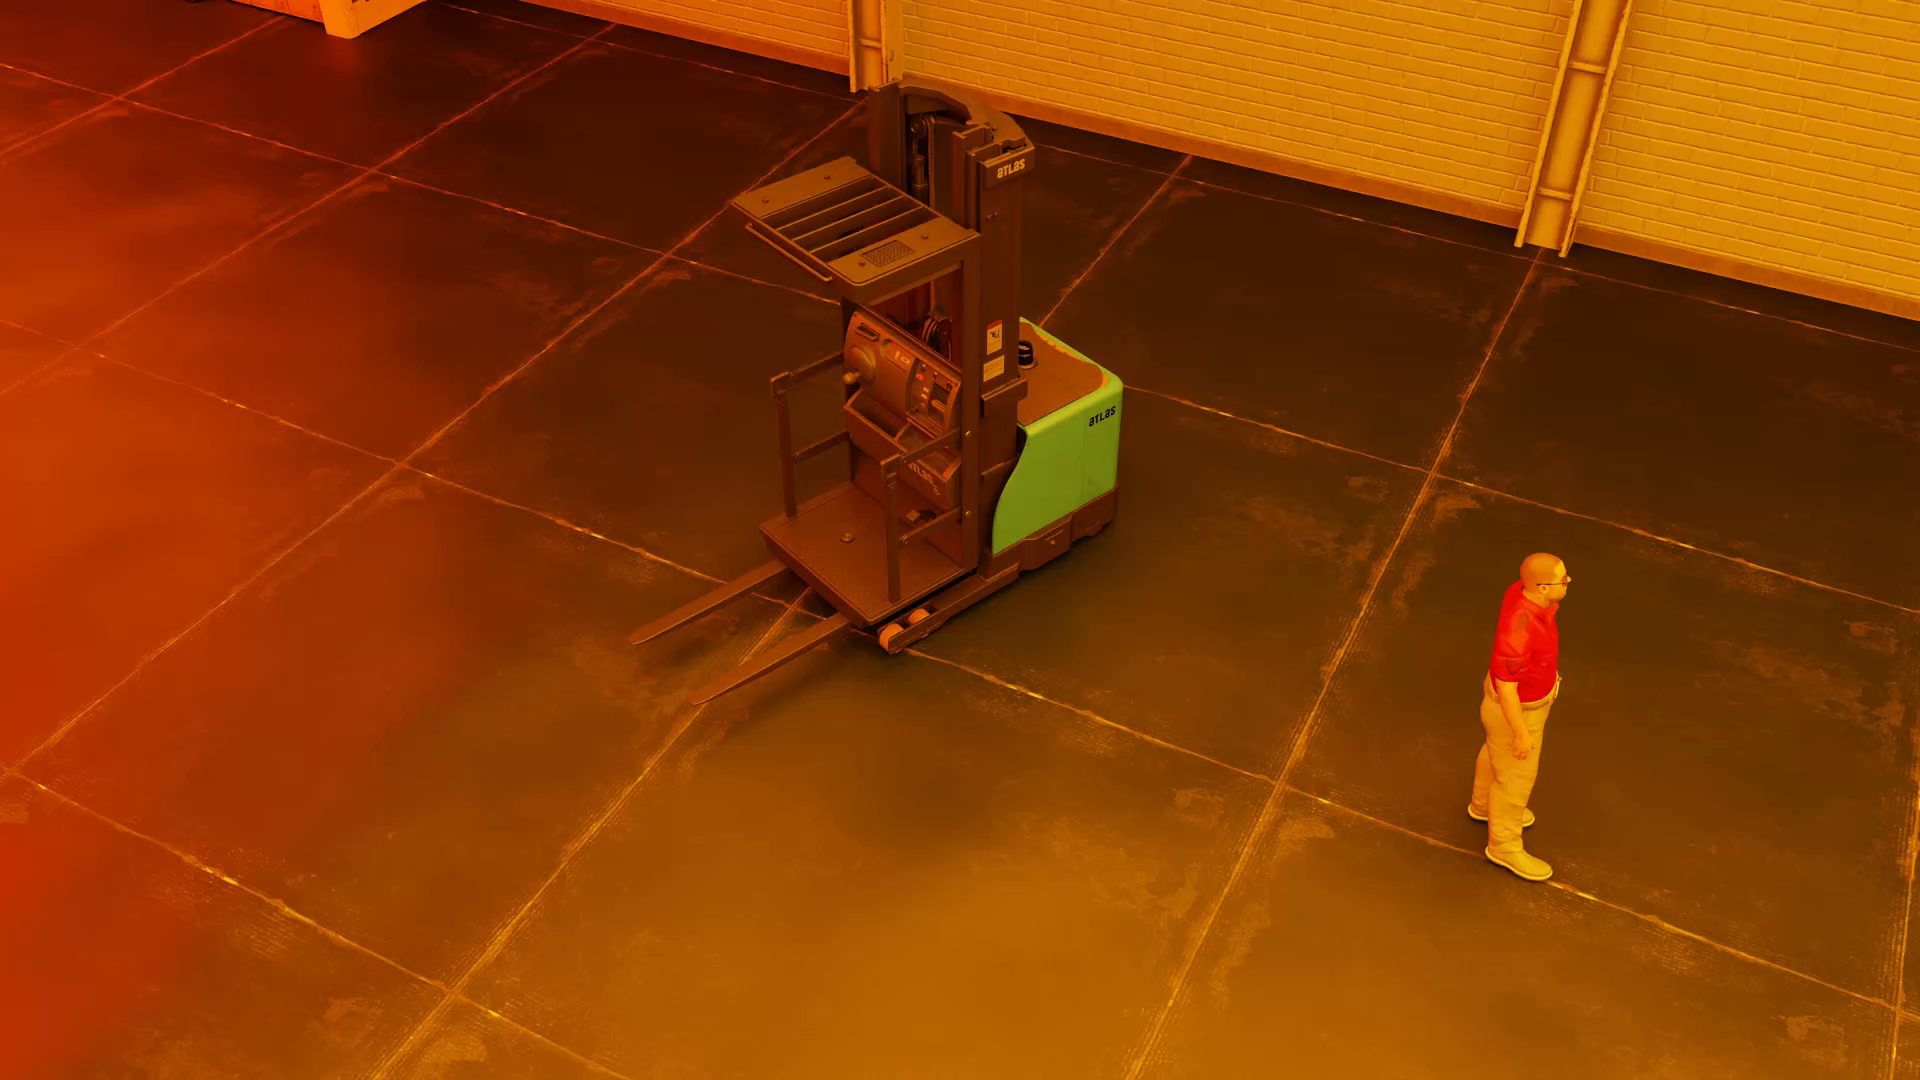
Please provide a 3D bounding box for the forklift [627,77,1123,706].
[{"bbox_3d":[-0.481,-0.860,9.008,3.031,2.935,1.130,-28,48,-29],"label":"forklift"}]

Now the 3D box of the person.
[{"bbox_3d":[2.758,0.798,7.961,0.551,1.727,0.640,12,42,14],"label":"person"}]
